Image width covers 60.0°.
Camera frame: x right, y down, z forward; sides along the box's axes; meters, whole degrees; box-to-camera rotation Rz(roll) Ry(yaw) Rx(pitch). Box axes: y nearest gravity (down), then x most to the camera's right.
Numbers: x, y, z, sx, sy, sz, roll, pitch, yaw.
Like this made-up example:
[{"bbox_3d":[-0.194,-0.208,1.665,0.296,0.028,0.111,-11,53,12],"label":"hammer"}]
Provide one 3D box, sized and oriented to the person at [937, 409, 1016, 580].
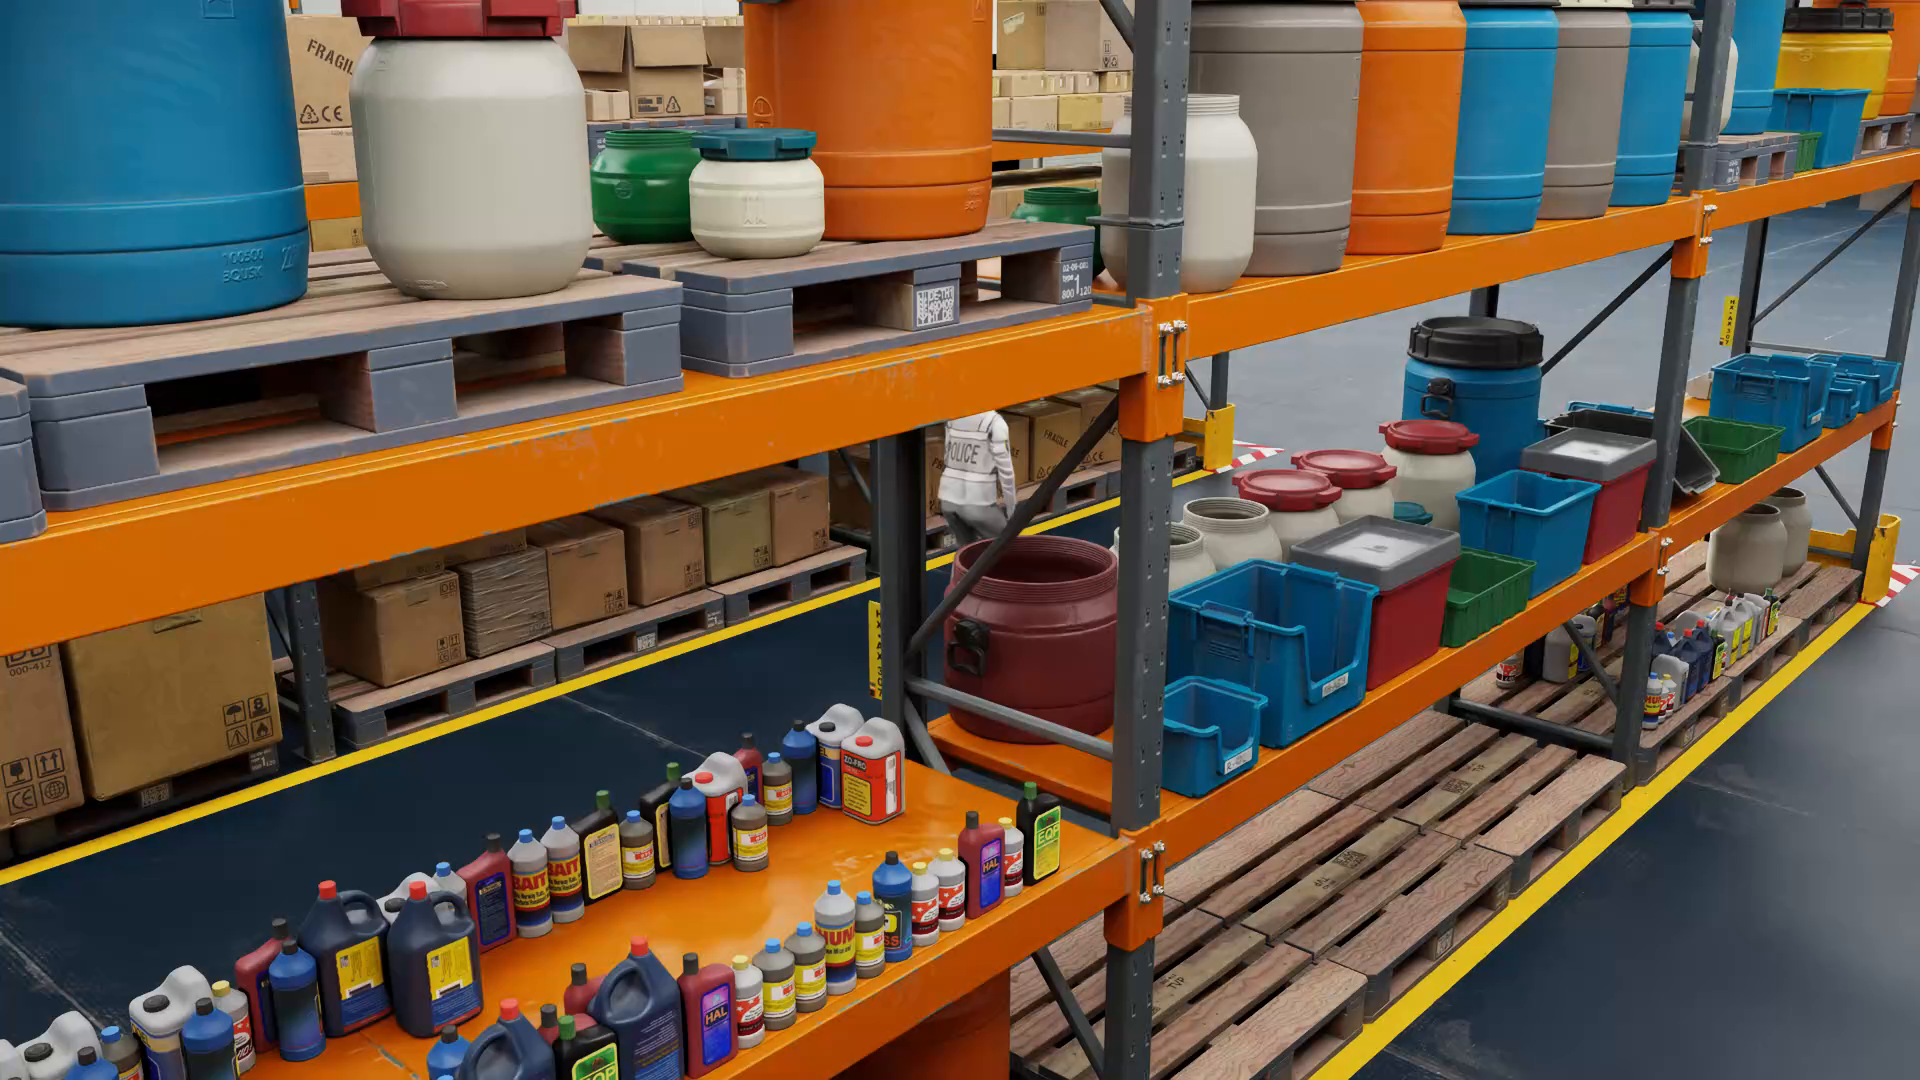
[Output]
[{"bbox_3d":[0.108,-0.241,10.030,0.520,1.560,0.543,15,23,40],"label":"person"}]
